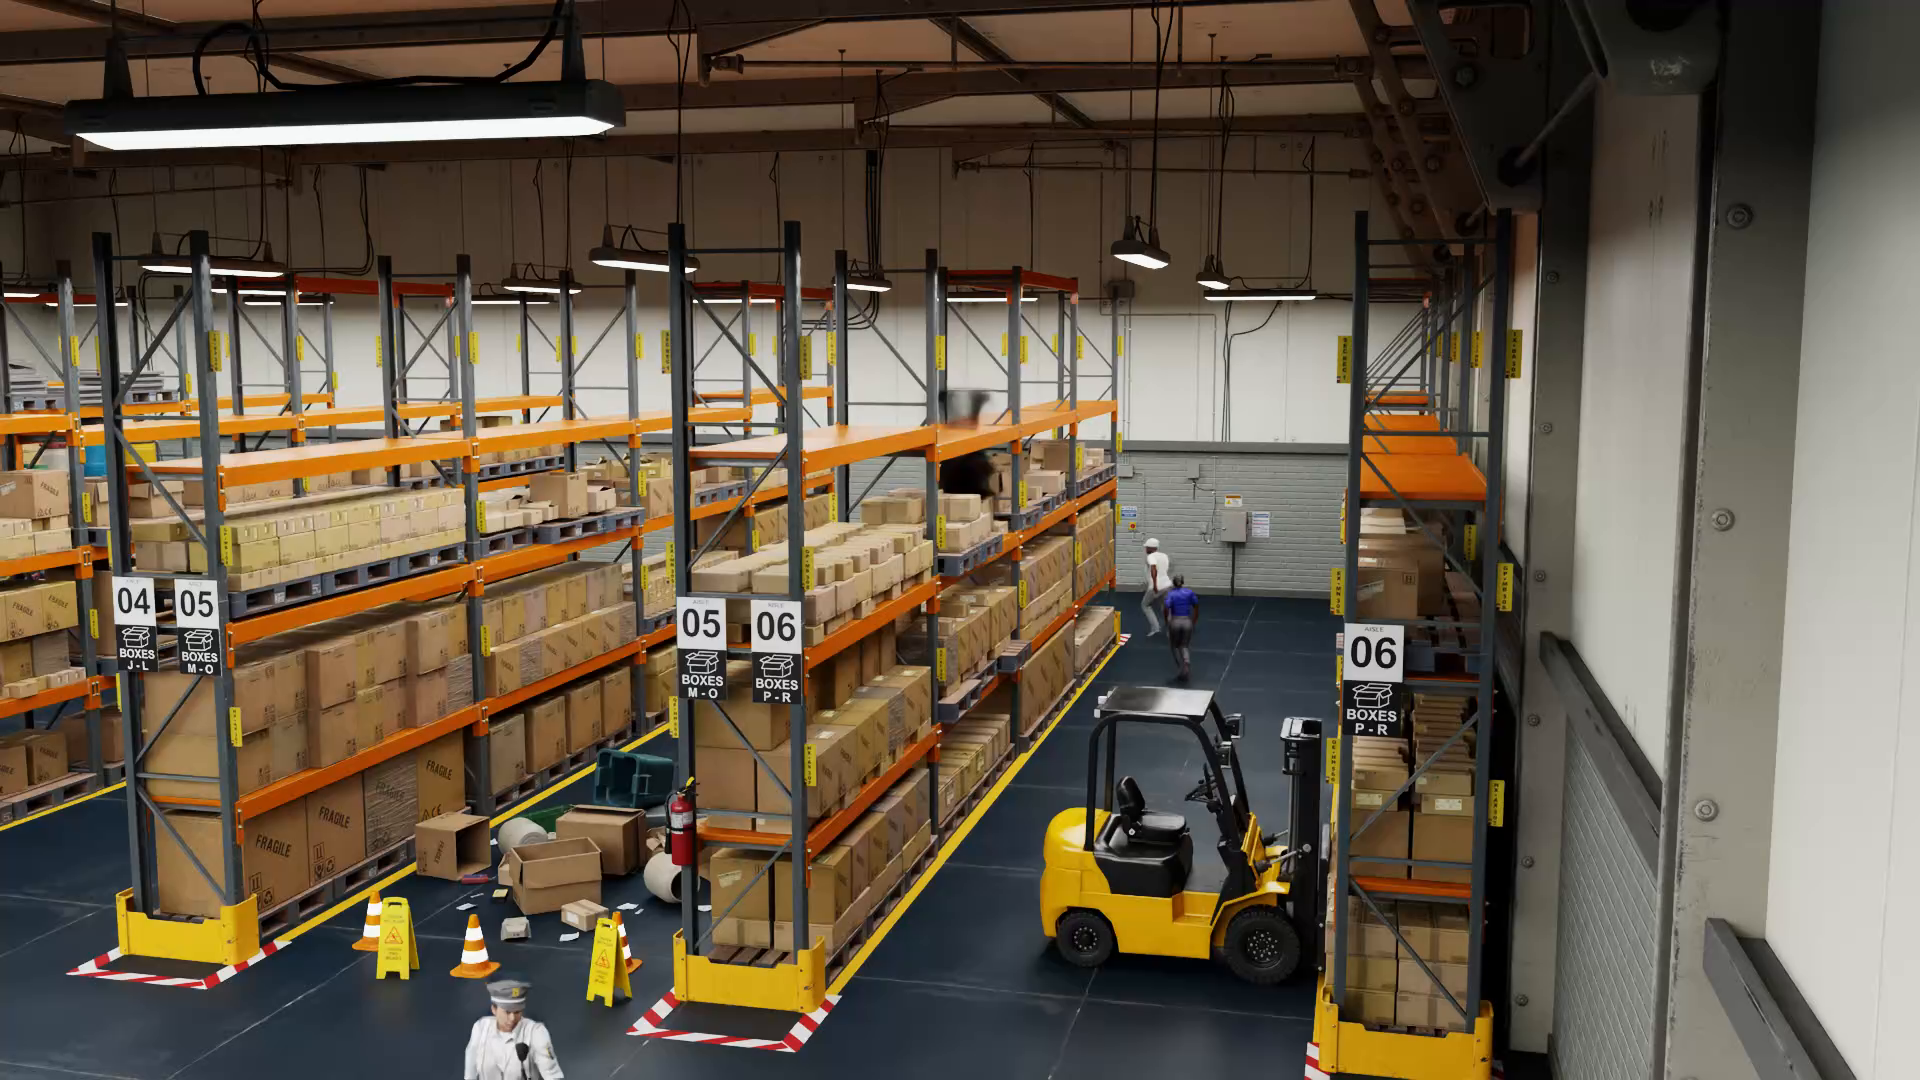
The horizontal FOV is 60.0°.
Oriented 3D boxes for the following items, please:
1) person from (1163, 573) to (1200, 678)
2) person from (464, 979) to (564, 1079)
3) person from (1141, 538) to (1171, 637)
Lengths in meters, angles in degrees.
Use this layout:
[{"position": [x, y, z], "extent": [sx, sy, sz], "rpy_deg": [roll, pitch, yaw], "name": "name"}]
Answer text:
[{"position": [3.356, 1.318, 25.146], "extent": [0.575, 1.602, 0.579], "rpy_deg": [-1, 7, -9], "name": "person"}, {"position": [-2.507, 3.224, 9.314], "extent": [0.592, 1.619, 0.752], "rpy_deg": [-1, 7, -9], "name": "person"}, {"position": [3.415, 0.850, 28.650], "extent": [0.695, 1.739, 0.862], "rpy_deg": [-6, 9, -39], "name": "person"}]
